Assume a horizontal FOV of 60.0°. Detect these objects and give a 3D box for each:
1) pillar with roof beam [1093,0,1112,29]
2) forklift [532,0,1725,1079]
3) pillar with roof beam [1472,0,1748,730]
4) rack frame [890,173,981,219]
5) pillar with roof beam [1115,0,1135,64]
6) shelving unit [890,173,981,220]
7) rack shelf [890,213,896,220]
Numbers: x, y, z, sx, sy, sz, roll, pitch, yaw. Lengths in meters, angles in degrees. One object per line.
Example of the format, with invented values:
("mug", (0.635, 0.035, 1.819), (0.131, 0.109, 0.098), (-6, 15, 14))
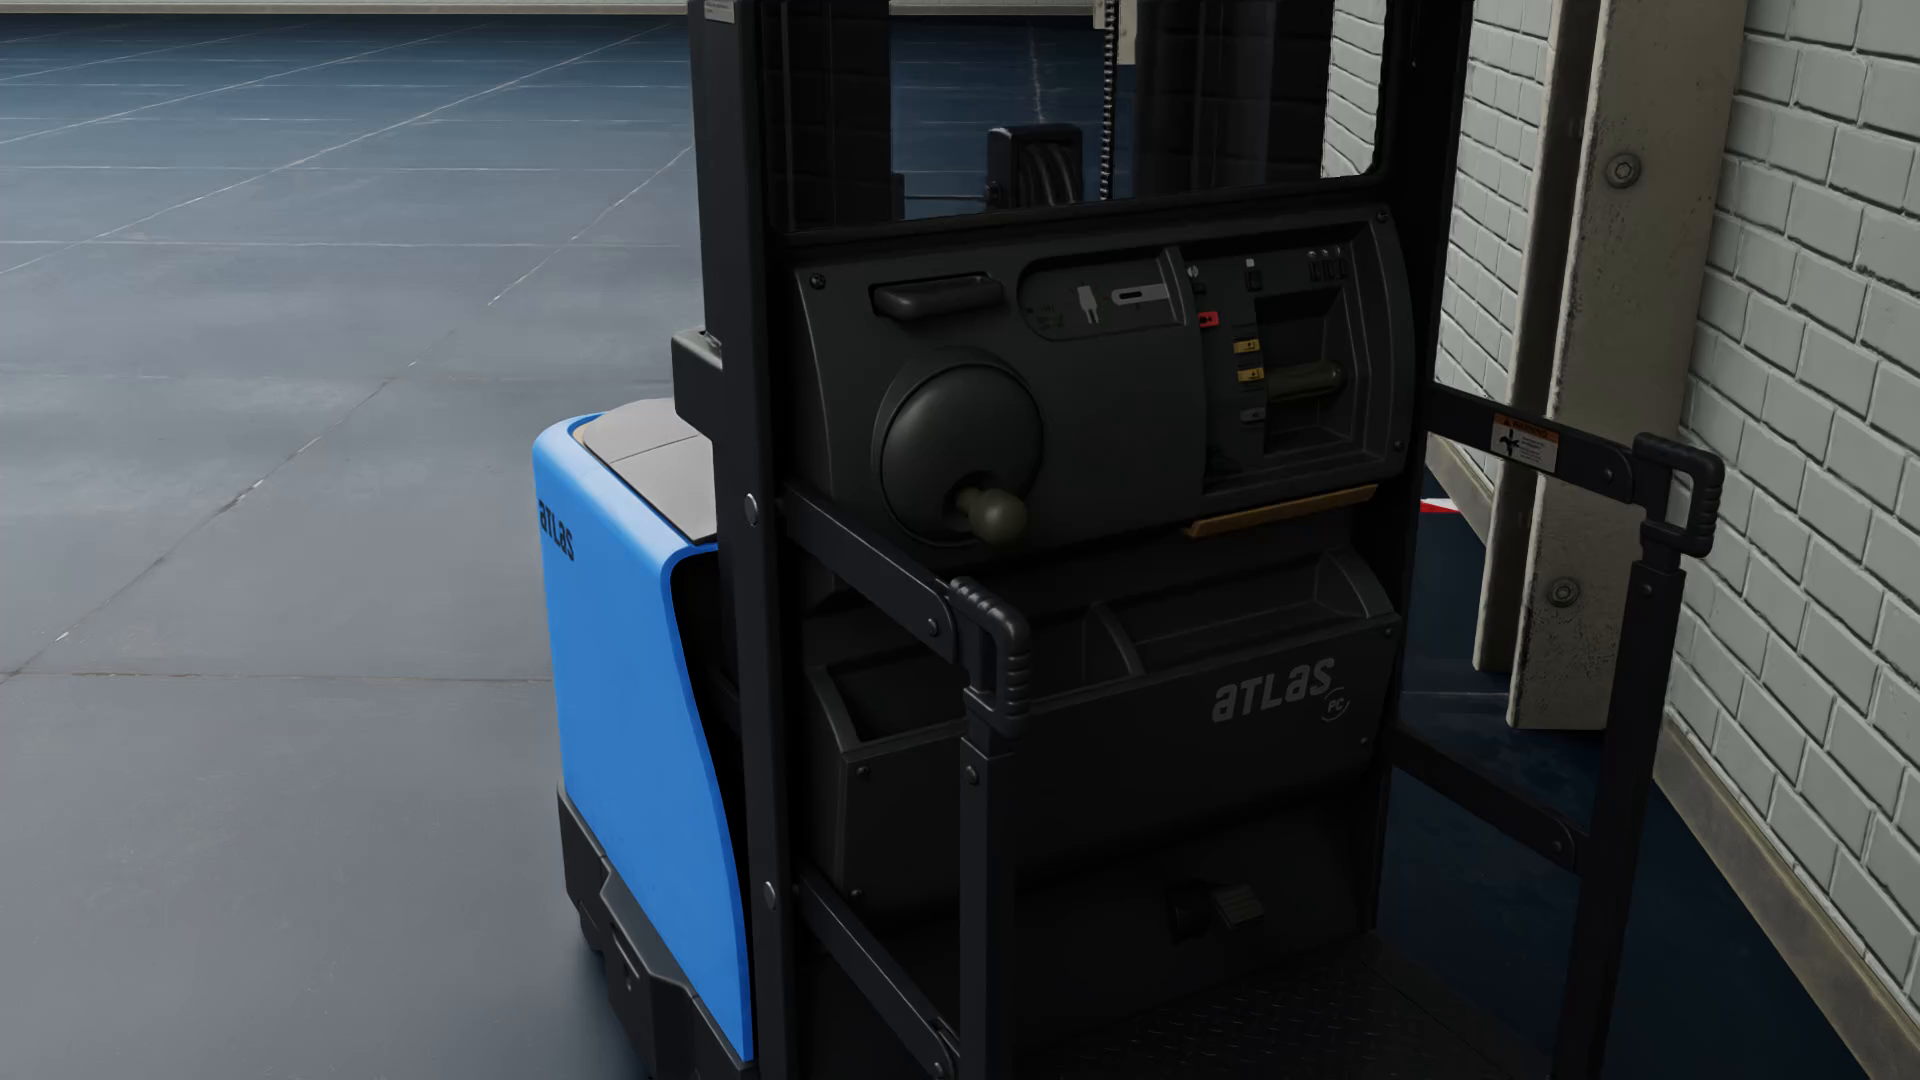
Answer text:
("pillar with roof beam", (-1.994, -12.506, 25.319), (9.100, 9.000, 0.400), (1, 21, 2))
("forklift", (0.332, -0.211, 2.021), (1.130, 2.935, 3.031), (-11, 24, -27))
("pillar with roof beam", (-2.724, -3.828, 2.955), (9.100, 9.000, 0.400), (1, 21, 2))
("rack frame", (0.015, -0.706, 5.793), (0.500, 1.125, 0.032), (1, 21, 2))
("pillar with roof beam", (-2.176, -10.336, 19.728), (9.100, 9.000, 0.400), (1, 21, 2))
("shelving unit", (0.000, -0.522, 5.319), (0.538, 1.125, 1.048), (1, 21, 2))
("rack shelf", (0.000, -0.795, 5.213), (0.538, 0.278, 1.000), (1, 21, 2))
